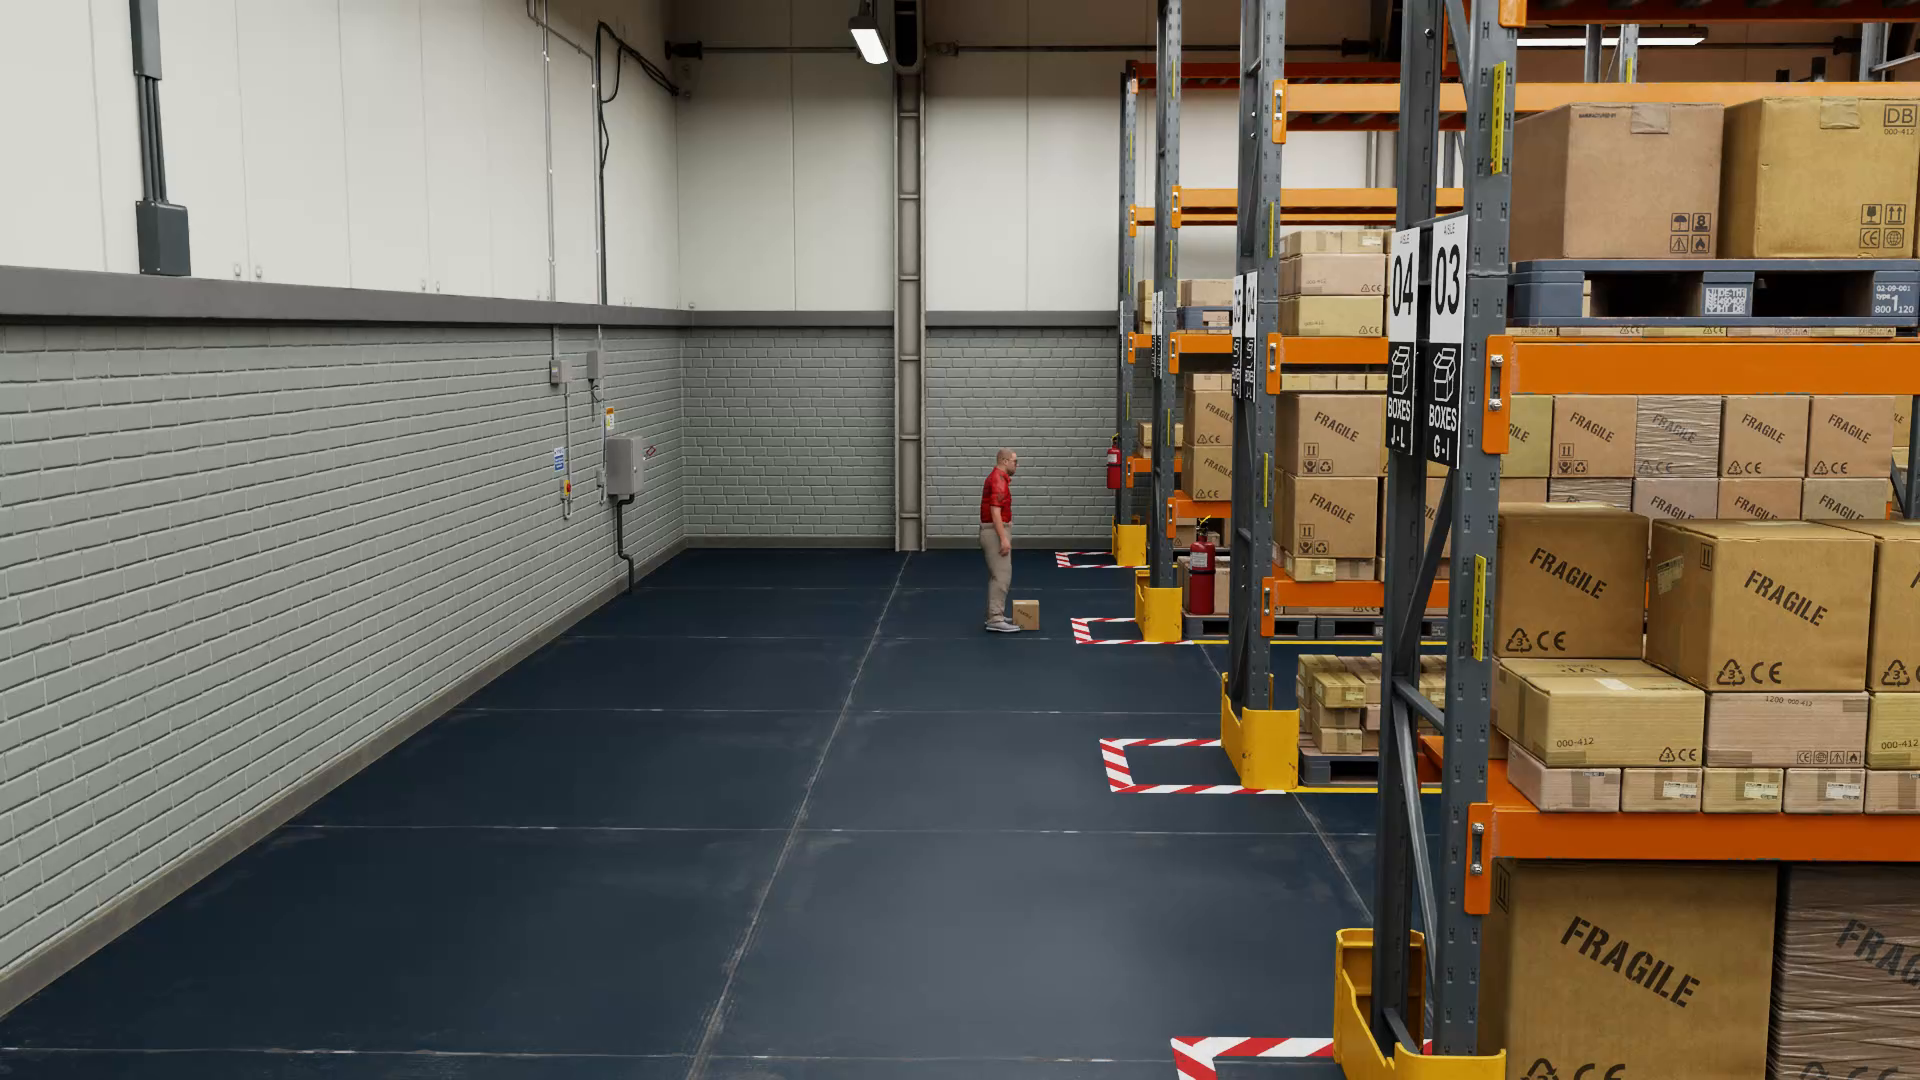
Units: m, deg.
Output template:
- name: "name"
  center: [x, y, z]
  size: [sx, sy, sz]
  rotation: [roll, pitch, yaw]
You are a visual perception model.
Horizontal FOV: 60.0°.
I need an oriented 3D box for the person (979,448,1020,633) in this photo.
- name: "person"
  center: [0.378, -0.012, 15.920]
  size: [0.384, 1.727, 0.595]
  rotation: [0, 7, 0]
